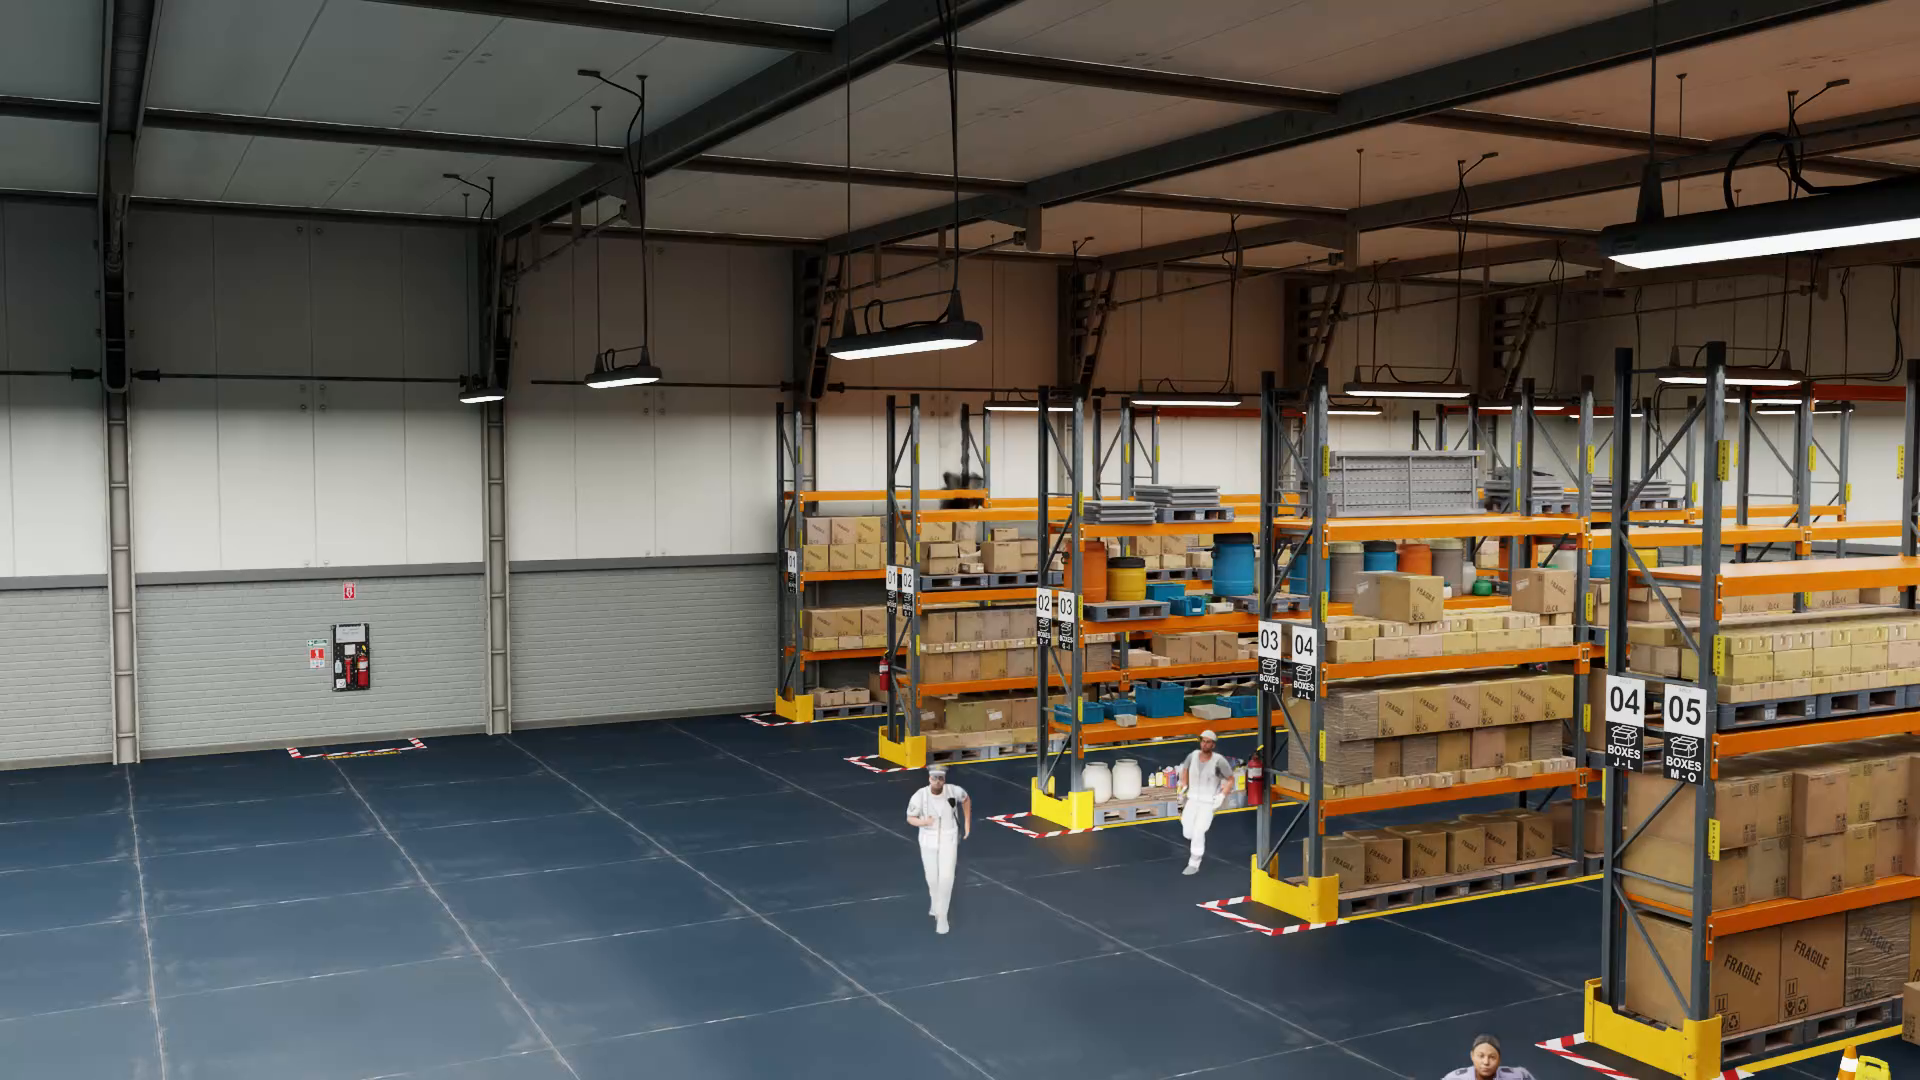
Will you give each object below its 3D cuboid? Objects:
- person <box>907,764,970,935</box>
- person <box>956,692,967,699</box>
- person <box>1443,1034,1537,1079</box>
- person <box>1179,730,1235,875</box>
[{"bbox_3d":[-0.229,3.282,17.901,0.687,1.831,0.877,0,3,-1],"label":"person"},{"bbox_3d":[0.106,2.394,29.862,0.796,1.639,0.599,-3,4,-39],"label":"person"},{"bbox_3d":[3.199,3.779,10.072,0.626,1.651,0.828,1,3,20],"label":"person"},{"bbox_3d":[2.998,3.163,20.193,0.691,1.752,0.644,2,4,29],"label":"person"}]
